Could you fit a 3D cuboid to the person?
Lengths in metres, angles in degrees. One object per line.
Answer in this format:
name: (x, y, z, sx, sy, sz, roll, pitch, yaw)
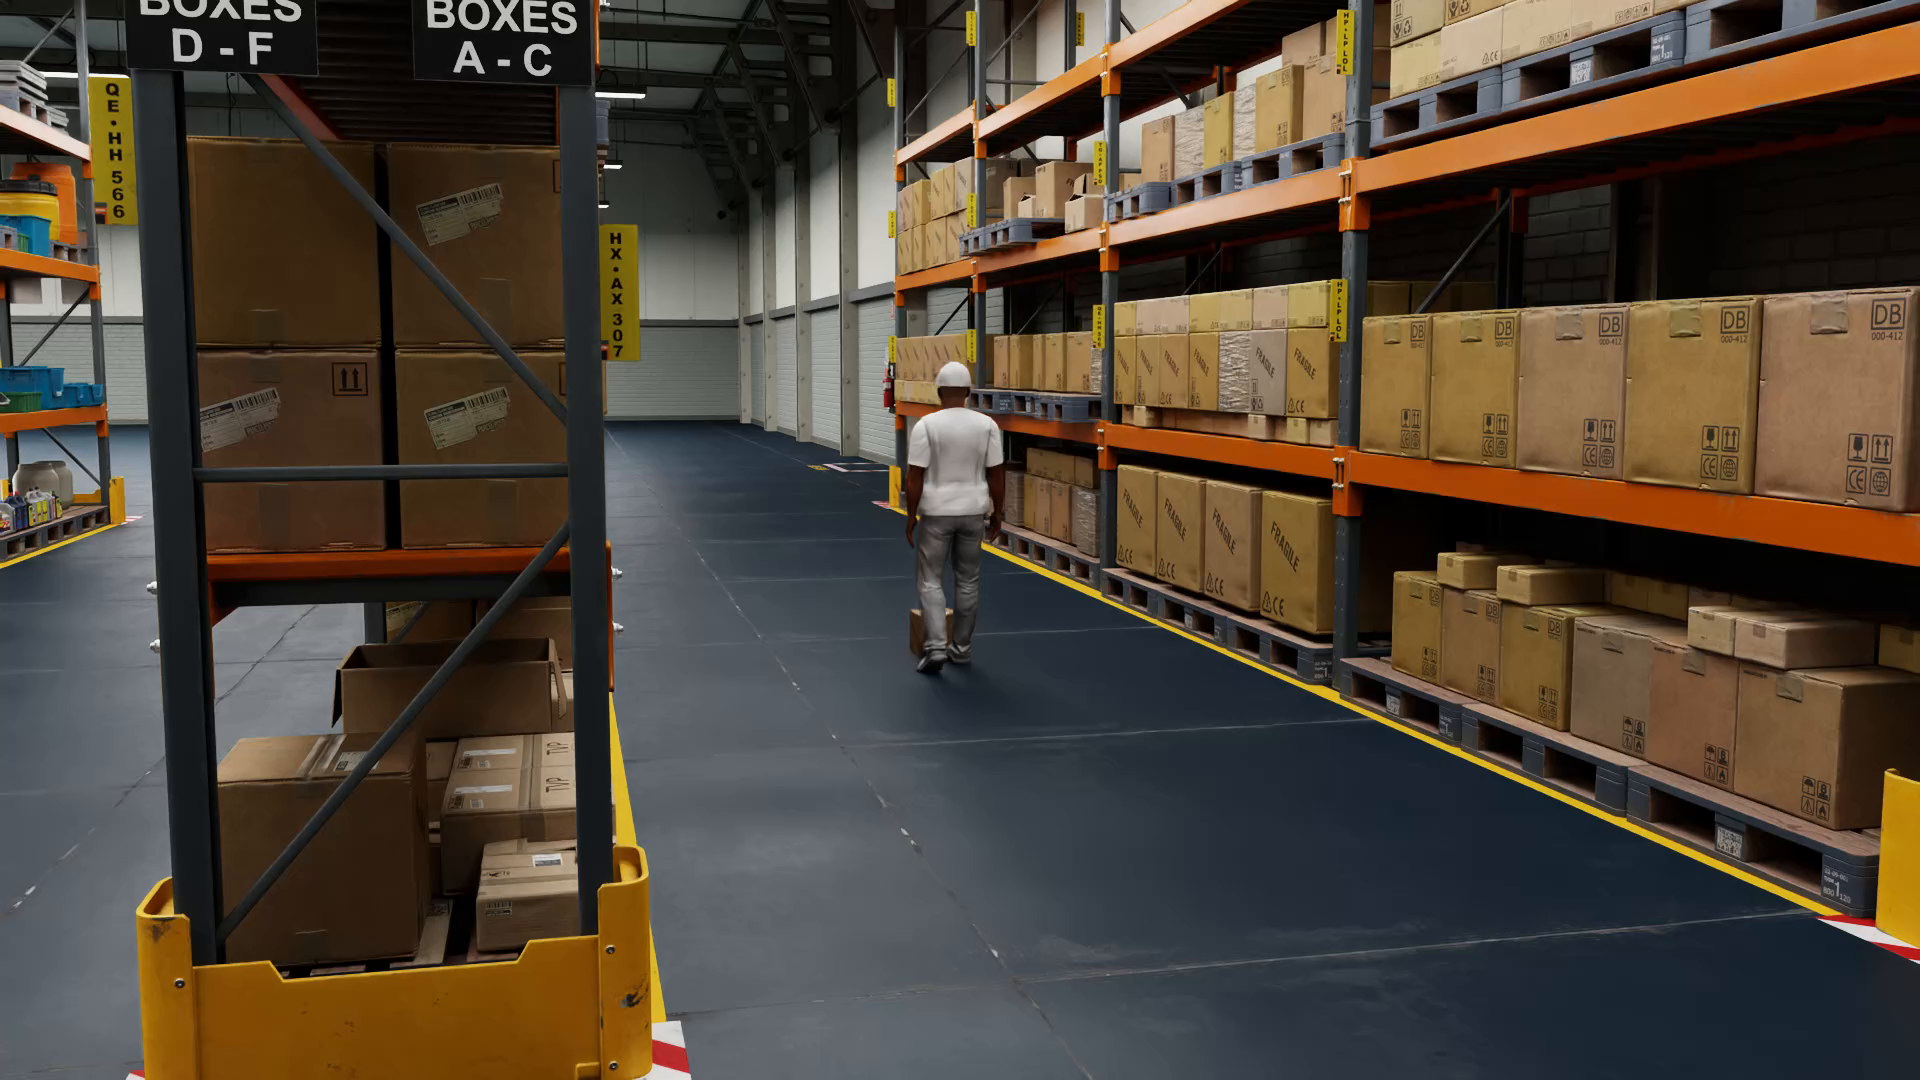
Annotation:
person: (-0.043, -0.140, 9.647, 0.589, 1.778, 0.616, -1, 6, -14)
